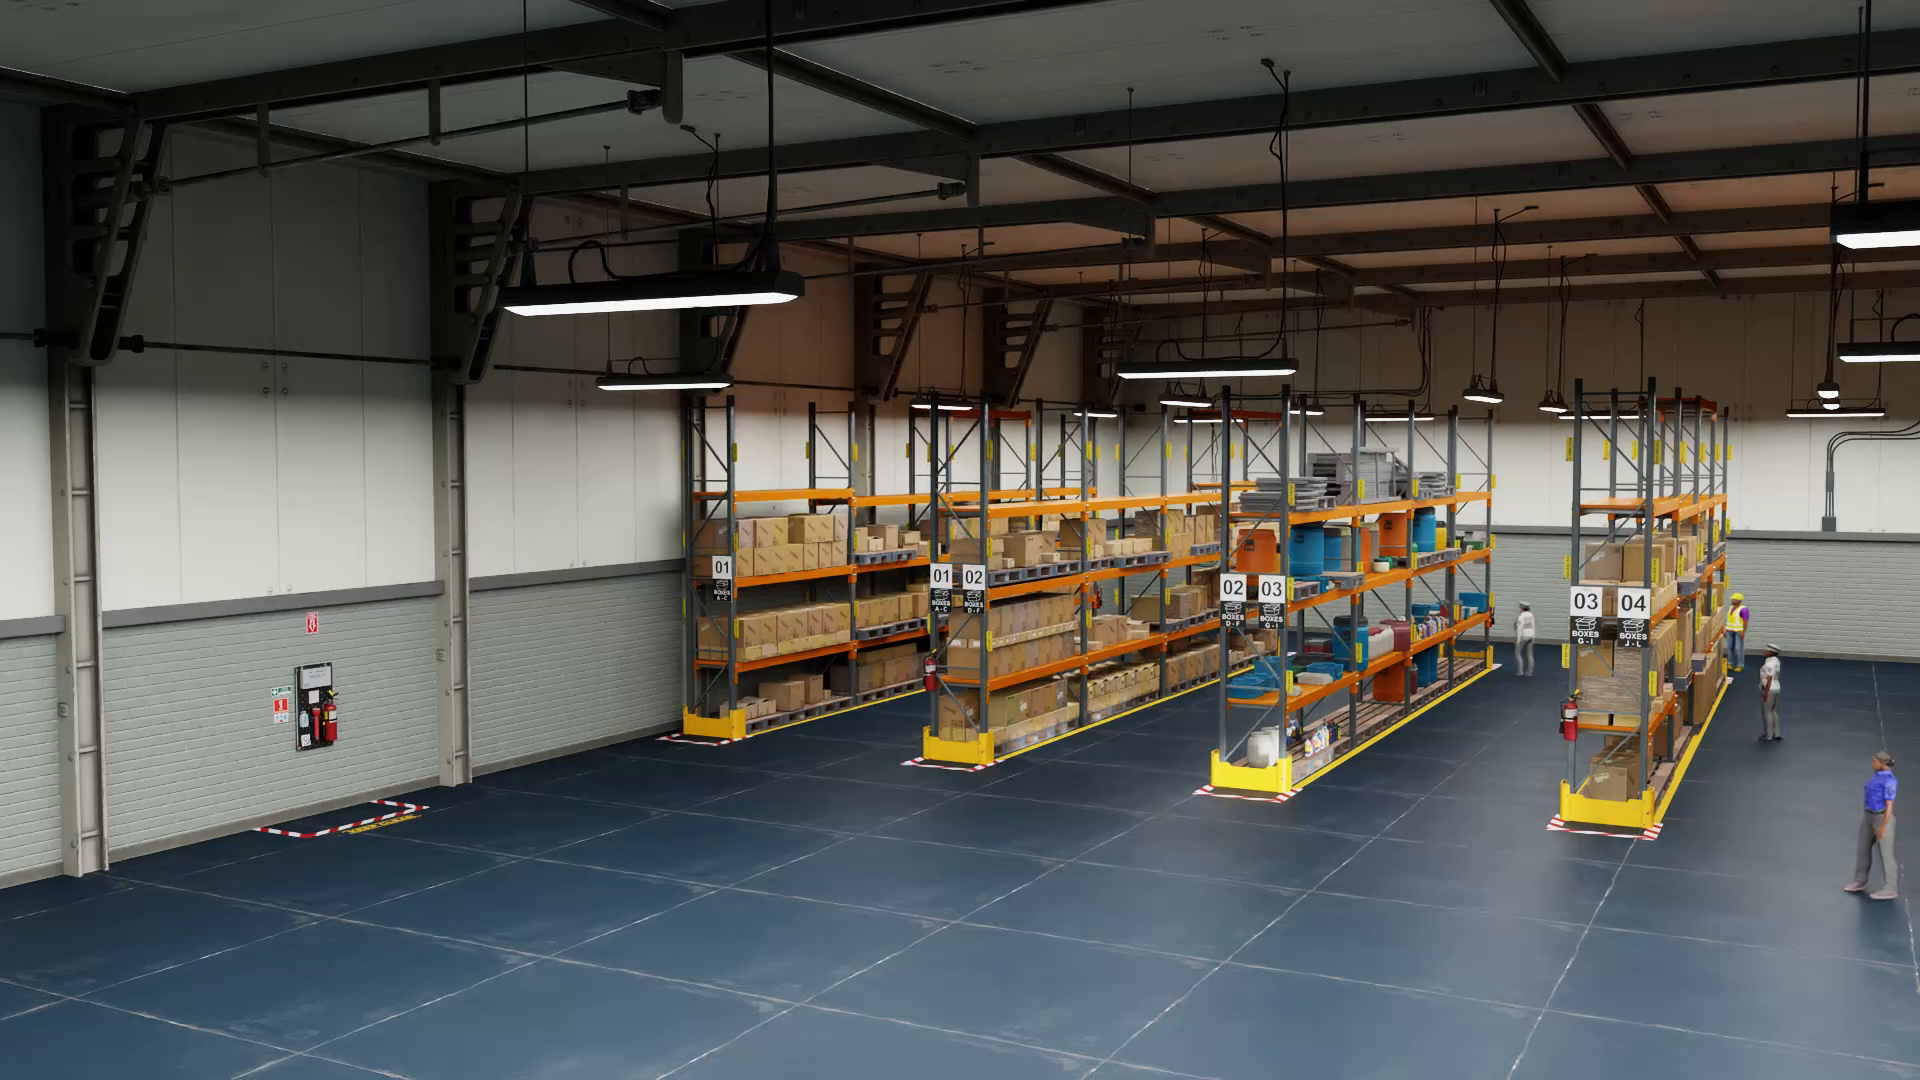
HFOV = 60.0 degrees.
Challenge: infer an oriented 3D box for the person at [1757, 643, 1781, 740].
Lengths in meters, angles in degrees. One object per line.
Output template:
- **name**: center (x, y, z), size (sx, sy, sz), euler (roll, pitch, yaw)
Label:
- **person**: center (14.151, 2.642, 29.038), size (0.623, 1.712, 0.347), euler (-3, 4, -42)

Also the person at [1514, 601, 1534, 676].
- **person**: center (12.652, 2.225, 37.249), size (0.544, 1.708, 0.367), euler (-3, 4, -40)

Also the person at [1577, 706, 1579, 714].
- **person**: center (11.911, 2.447, 31.973), size (0.552, 1.778, 0.532), euler (0, 3, -9)

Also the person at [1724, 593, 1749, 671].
- **person**: center (17.854, 2.116, 38.251), size (0.395, 1.782, 0.603), euler (-2, 3, -31)

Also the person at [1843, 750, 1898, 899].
- **person**: center (10.282, 3.187, 18.740), size (0.439, 1.643, 0.515), euler (0, 3, -7)
